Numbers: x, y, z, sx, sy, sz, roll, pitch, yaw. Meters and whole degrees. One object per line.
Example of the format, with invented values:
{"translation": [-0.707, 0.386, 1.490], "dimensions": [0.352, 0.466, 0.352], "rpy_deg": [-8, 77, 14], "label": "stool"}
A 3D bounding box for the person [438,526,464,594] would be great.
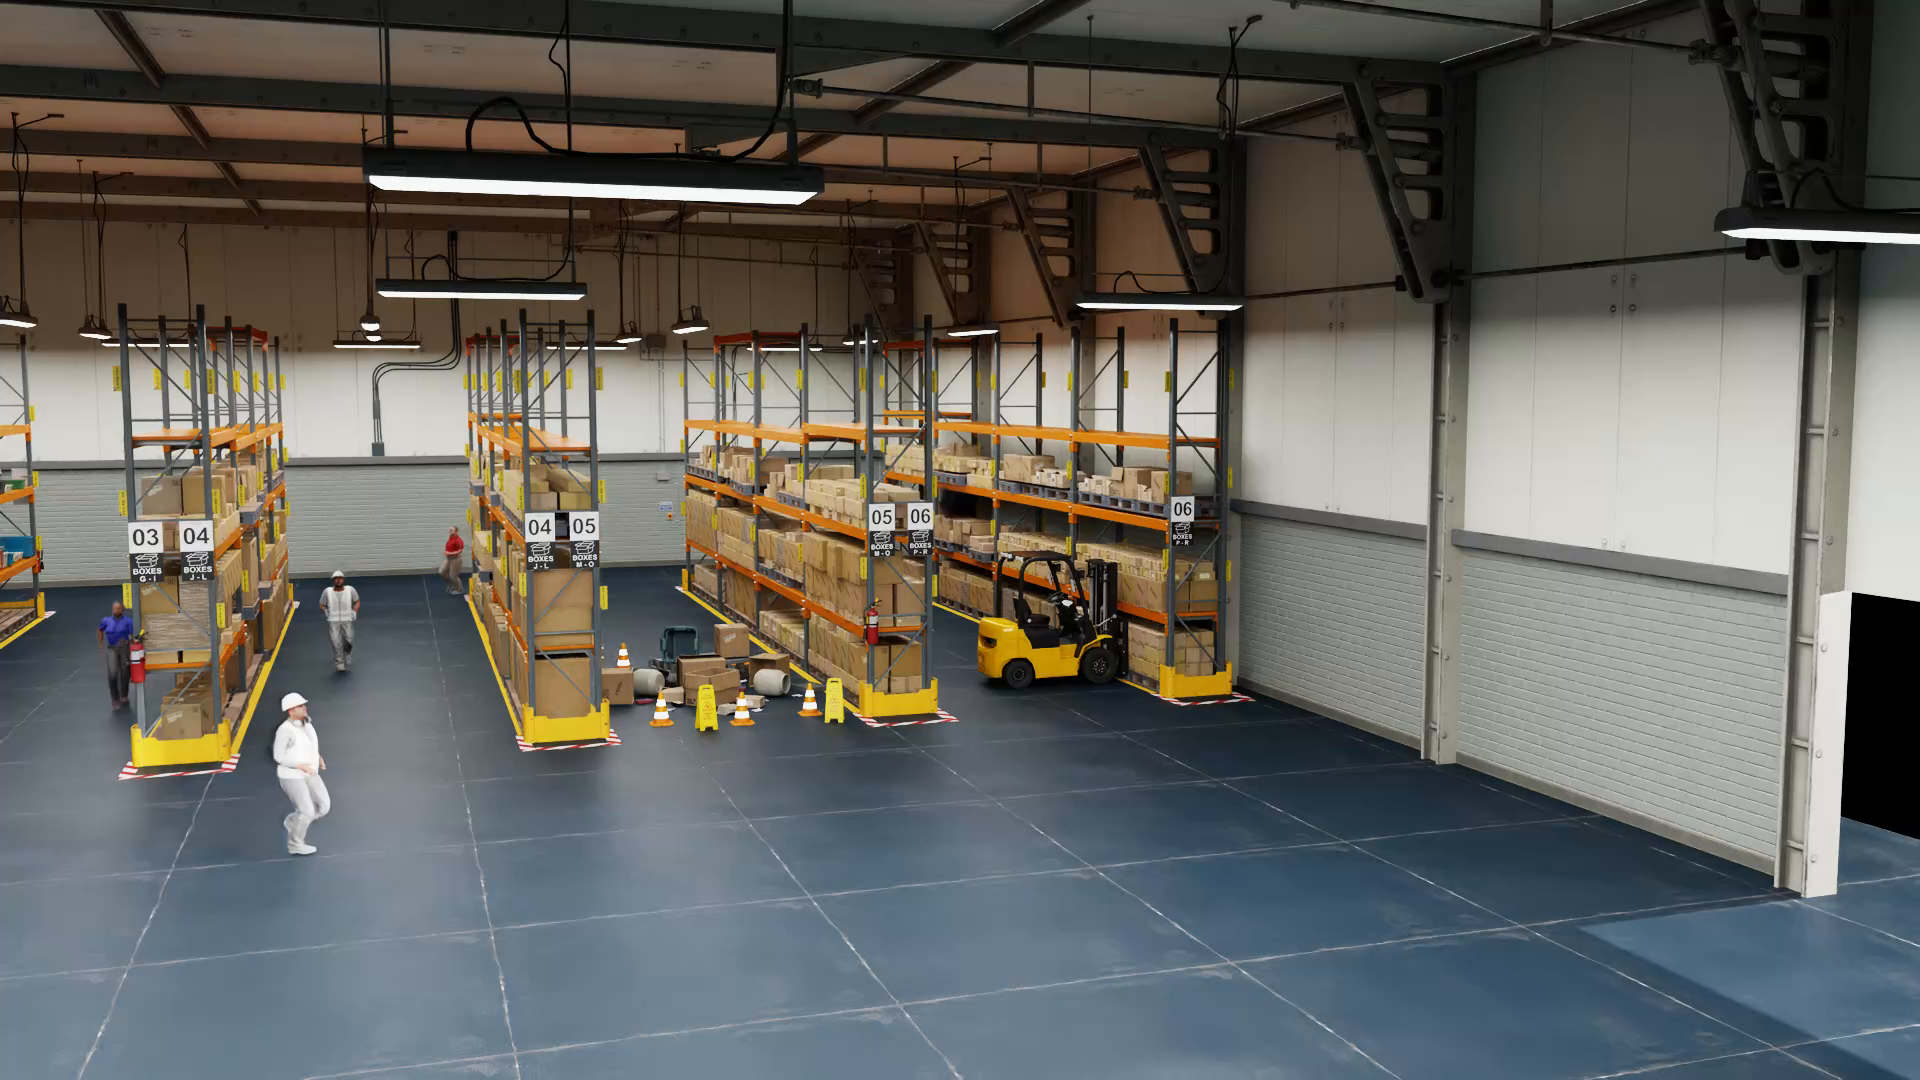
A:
{"translation": [-11.893, 0.472, 39.033], "dimensions": [0.755, 1.643, 0.626], "rpy_deg": [5, 7, 42], "label": "person"}

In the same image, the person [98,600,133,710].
{"translation": [-12.917, 1.776, 25.526], "dimensions": [0.536, 1.677, 0.801], "rpy_deg": [-3, 6, -28], "label": "person"}

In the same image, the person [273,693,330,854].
{"translation": [-6.975, 2.472, 17.602], "dimensions": [0.576, 1.725, 0.638], "rpy_deg": [1, 6, 11], "label": "person"}

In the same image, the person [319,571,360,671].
{"translation": [-10.732, 1.405, 28.799], "dimensions": [0.675, 1.735, 0.608], "rpy_deg": [-2, 6, -22], "label": "person"}
